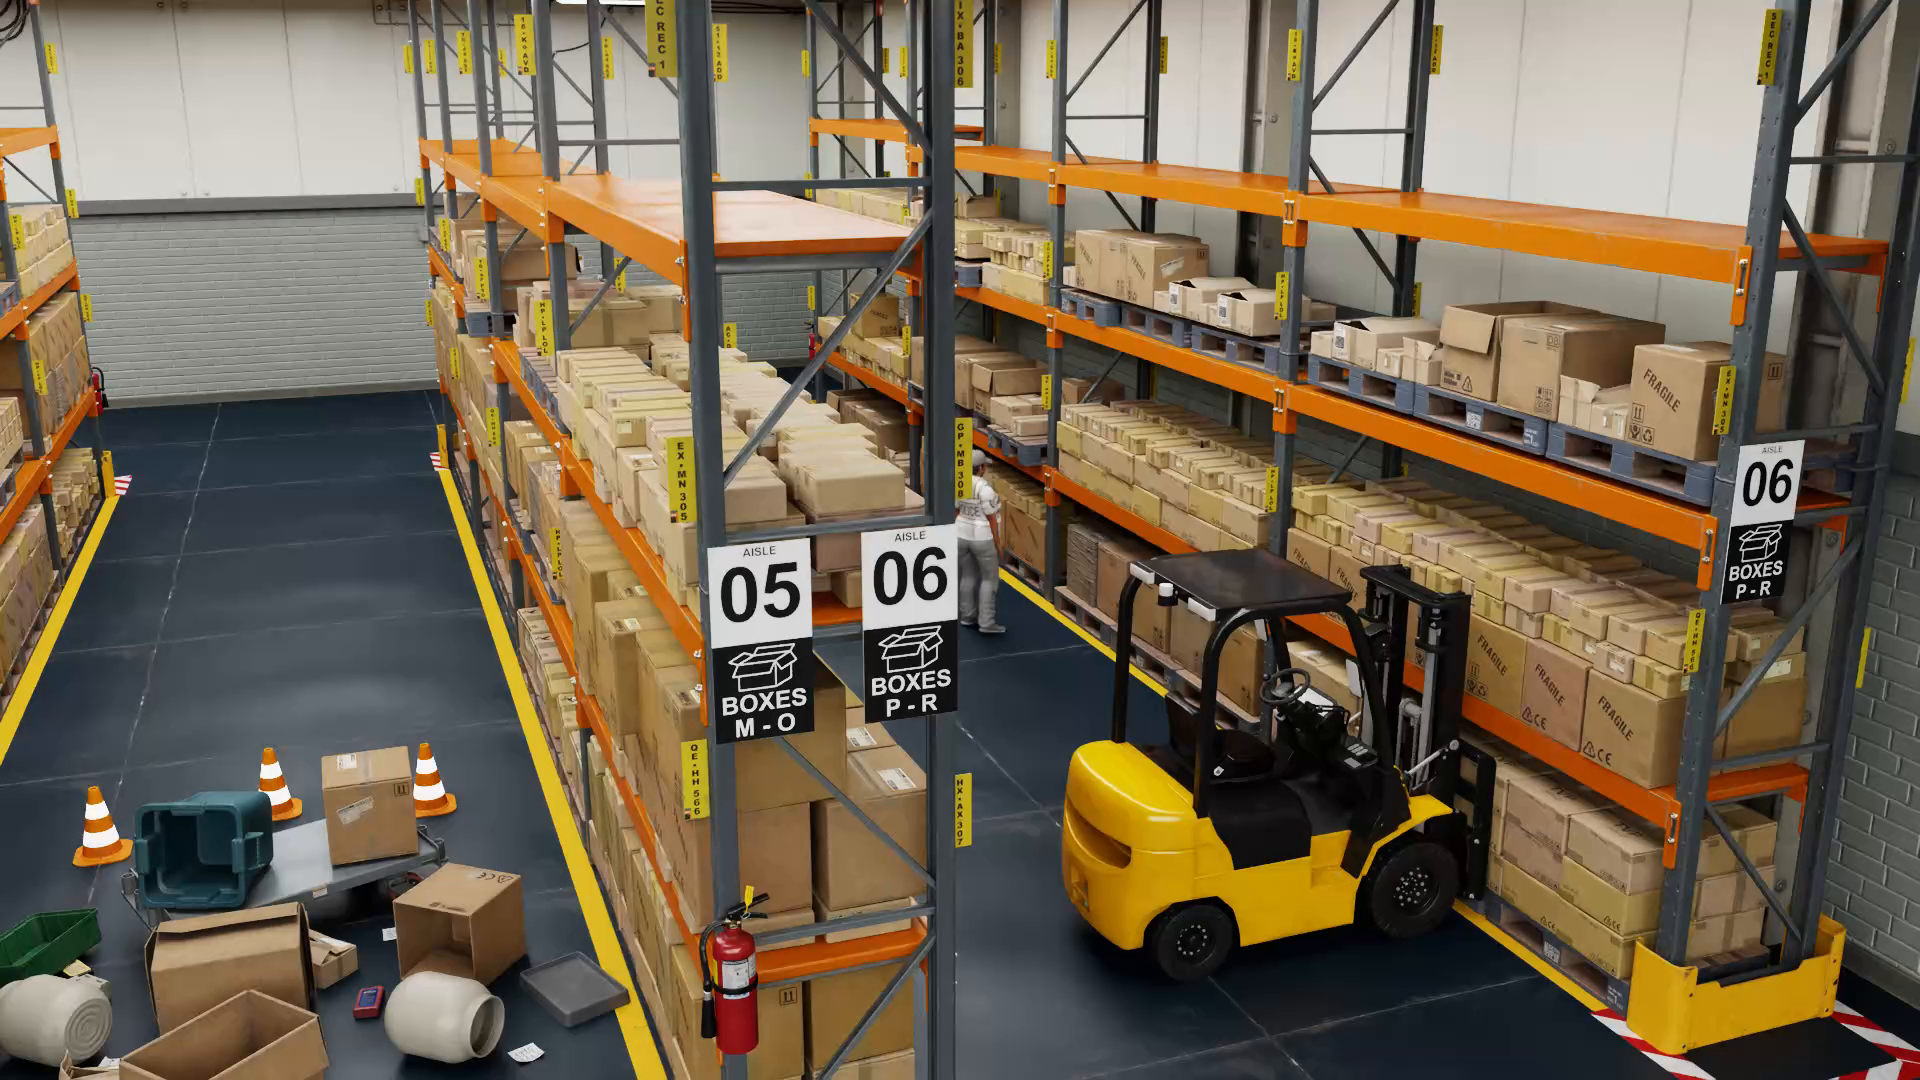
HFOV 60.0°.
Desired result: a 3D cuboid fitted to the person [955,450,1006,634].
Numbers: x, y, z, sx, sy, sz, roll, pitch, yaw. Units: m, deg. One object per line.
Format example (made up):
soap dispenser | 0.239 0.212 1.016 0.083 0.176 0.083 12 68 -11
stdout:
person | 0.176 0.008 14.986 0.513 1.689 0.428 15 22 43
